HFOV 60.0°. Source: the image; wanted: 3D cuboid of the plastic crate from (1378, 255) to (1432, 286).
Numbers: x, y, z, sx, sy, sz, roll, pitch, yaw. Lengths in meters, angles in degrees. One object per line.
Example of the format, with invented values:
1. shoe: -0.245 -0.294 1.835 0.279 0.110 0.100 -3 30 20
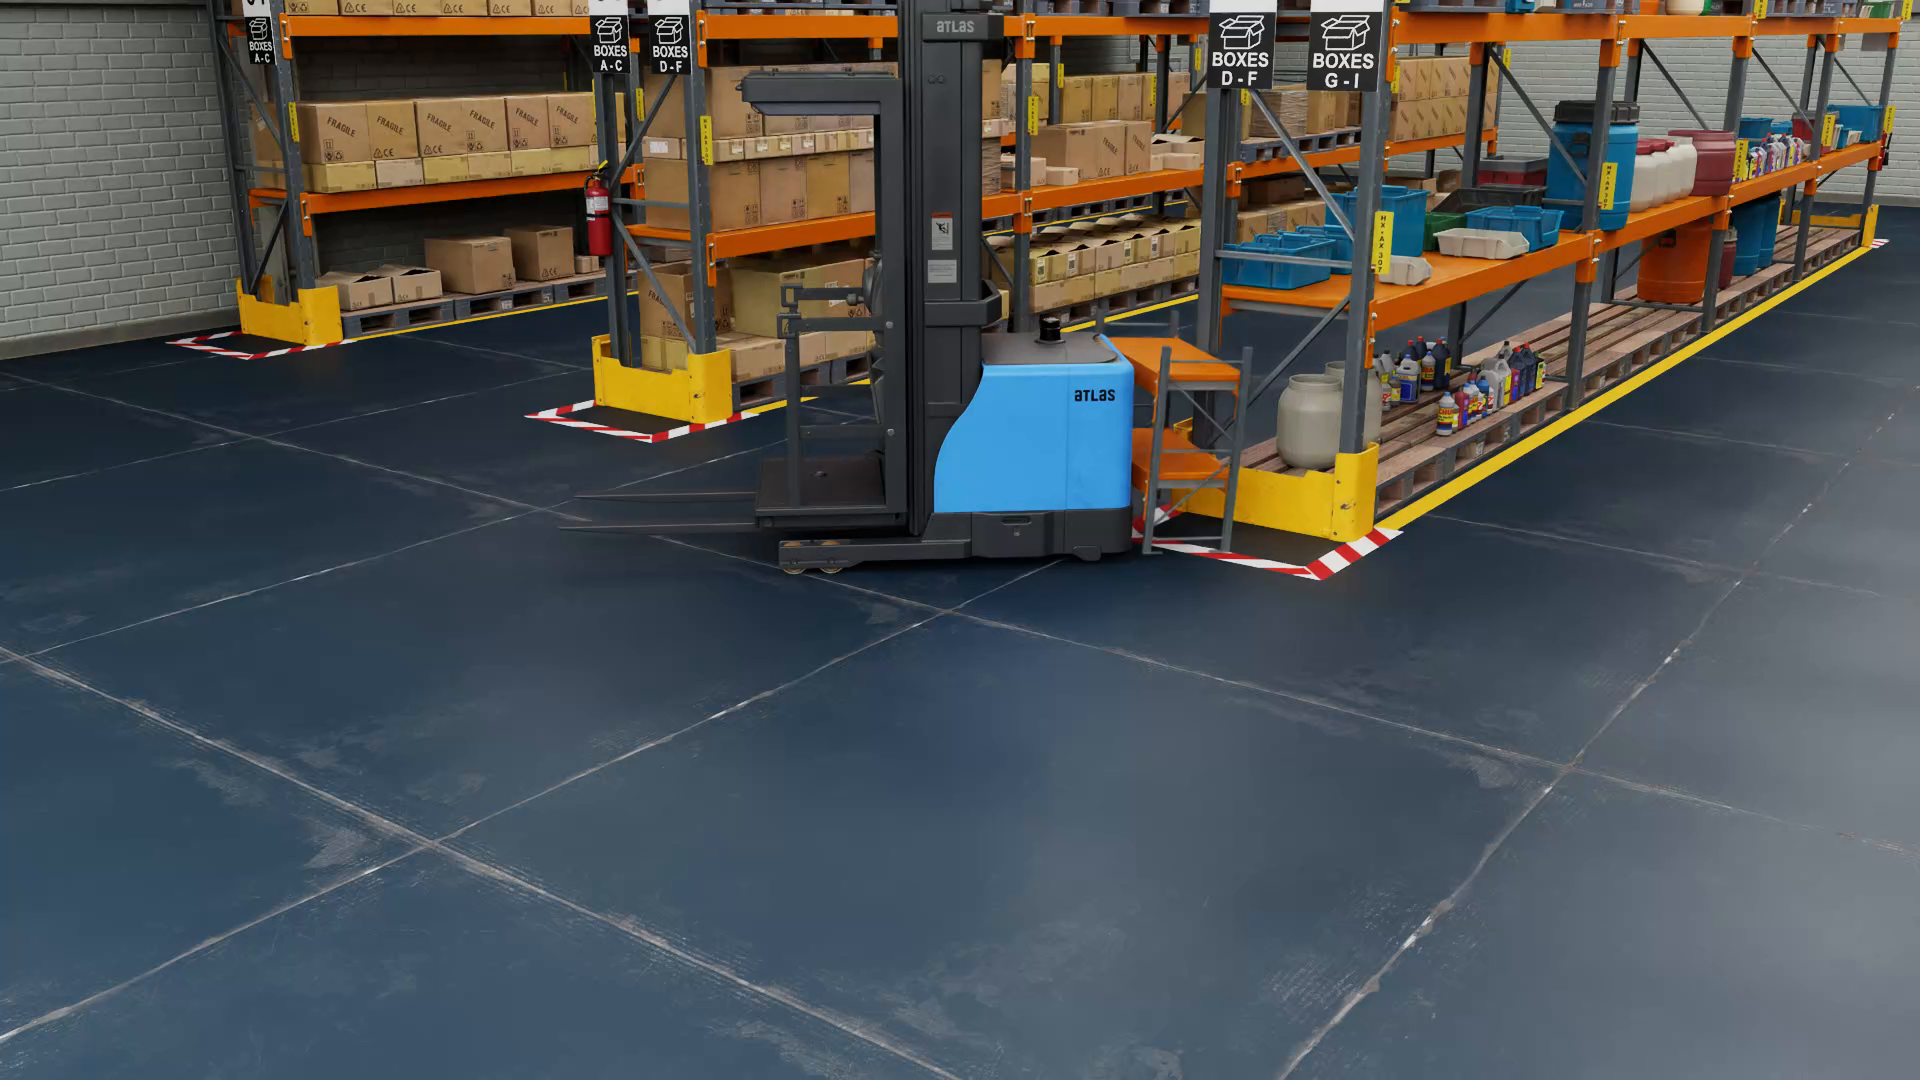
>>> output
1. plastic crate: 2.576 -1.560 9.656 0.298 0.136 0.250 12 21 35

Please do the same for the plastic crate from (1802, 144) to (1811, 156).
1. plastic crate: 9.326 -4.377 18.623 0.396 0.136 0.243 12 21 35

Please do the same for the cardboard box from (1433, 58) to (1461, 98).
1. cardboard box: 6.386 -6.221 22.363 0.500 0.500 0.500 13 22 36

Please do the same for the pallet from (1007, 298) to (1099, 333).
1. pallet: 0.599 -2.210 16.003 1.003 0.211 1.213 12 21 35

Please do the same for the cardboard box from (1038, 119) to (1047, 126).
1. cardboard box: 1.004 -5.898 23.568 0.380 0.149 0.250 13 21 35

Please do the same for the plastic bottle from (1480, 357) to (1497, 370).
1. plastic bottle: 3.767 -1.162 11.780 0.152 0.276 0.135 12 21 35

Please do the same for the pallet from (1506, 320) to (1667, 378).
1. pallet: 5.331 -1.637 14.159 1.003 0.211 1.213 12 21 35

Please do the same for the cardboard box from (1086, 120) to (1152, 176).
1. cardboard box: 1.588 -3.957 16.759 0.500 0.500 0.500 11 20 32

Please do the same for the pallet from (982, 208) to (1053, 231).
1. pallet: 0.579 -4.610 23.733 1.003 0.211 1.213 12 21 35

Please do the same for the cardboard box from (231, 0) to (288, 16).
1. cardboard box: -6.127 -4.915 14.752 0.500 0.500 0.500 14 22 39

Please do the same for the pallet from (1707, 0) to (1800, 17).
1. pallet: 7.085 -4.943 15.363 1.003 0.211 1.213 12 21 35

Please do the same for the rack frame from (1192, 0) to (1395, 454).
1. rack frame: 1.784 -1.530 9.113 1.000 3.000 0.127 12 21 35

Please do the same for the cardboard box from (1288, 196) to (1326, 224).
1. cardboard box: 4.294 -3.877 20.144 0.500 0.500 0.500 13 21 35

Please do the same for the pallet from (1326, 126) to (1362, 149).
1. pallet: 4.395 -5.002 20.616 1.003 0.211 1.213 12 21 35

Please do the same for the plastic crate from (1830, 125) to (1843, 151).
1. plastic crate: 9.992 -4.691 19.392 0.437 0.282 0.530 12 21 35

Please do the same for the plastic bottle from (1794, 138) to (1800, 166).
1. plastic bottle: 8.858 -4.118 17.645 0.061 0.283 0.133 12 21 35

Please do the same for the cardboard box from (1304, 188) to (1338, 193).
1. cardboard box: 4.474 -4.209 21.212 0.500 0.500 0.500 11 21 32

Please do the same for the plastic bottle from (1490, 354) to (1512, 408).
1. plastic bottle: 3.708 -1.101 11.456 0.144 0.351 0.185 12 21 34

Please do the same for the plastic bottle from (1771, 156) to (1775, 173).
1. plastic bottle: 8.175 -3.816 16.808 0.097 0.201 0.097 0 17 0

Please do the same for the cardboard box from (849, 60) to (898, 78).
1. cardboard box: -0.667 -3.680 13.679 0.700 0.500 0.500 12 21 35

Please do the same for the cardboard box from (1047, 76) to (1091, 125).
1. cardboard box: 1.314 -6.408 24.317 0.980 0.700 0.700 13 21 36

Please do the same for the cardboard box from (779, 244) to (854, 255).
1. cardboard box: -1.228 -2.192 13.908 0.500 0.500 0.500 12 21 35

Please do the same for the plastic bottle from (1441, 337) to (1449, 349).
1. plastic bottle: 3.626 -1.392 12.526 0.097 0.271 0.097 0 17 0

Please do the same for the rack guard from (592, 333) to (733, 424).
1. rack guard: -2.206 -1.207 12.287 1.175 0.500 0.348 12 21 35

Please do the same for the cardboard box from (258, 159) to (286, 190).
1. cardboard box: -6.049 -3.364 15.239 0.500 0.250 0.500 13 21 35

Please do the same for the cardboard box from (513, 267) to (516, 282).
1. cardboard box: -4.758 -2.705 16.961 0.380 0.149 0.250 10 20 30

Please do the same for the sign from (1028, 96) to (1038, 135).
1. sign: 0.638 -3.713 14.548 0.100 0.325 0.005 12 21 35

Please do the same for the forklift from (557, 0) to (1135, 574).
1. forklift: -0.628 -1.385 8.760 3.031 2.935 1.130 -1 17 -4

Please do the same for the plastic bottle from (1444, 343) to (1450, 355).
1. plastic bottle: 3.541 -1.297 12.200 0.061 0.283 0.133 12 21 35

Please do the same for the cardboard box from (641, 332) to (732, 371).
1. cardboard box: -2.109 -1.474 12.860 0.500 0.250 0.500 12 21 35

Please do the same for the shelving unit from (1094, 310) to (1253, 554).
1. shelving unit: 1.121 -0.626 9.266 0.538 1.125 1.048 -1 18 -15

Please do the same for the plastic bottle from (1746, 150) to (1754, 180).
1. plastic bottle: 7.598 -3.615 16.023 0.061 0.283 0.133 12 21 35

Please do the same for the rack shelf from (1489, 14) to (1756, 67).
1. rack shelf: 5.359 -4.048 13.377 1.077 0.370 4.000 12 21 35

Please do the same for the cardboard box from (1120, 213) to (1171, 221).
1. cardboard box: 2.027 -3.394 18.098 0.500 0.311 0.500 13 22 37

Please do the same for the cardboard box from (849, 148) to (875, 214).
1. cardboard box: -0.983 -2.932 13.460 0.700 0.500 0.500 13 22 36

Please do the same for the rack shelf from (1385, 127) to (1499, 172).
1. rack shelf: 6.150 -5.397 22.779 1.077 0.370 4.000 12 21 35

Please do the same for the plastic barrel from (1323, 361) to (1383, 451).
1. plastic barrel: 2.414 -0.832 10.353 0.421 0.512 0.421 0 17 0

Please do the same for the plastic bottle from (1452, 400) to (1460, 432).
1. plastic bottle: 3.176 -0.805 10.756 0.097 0.201 0.097 0 17 0

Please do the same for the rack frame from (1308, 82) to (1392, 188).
1. rack frame: 4.958 -5.264 21.138 1.000 3.000 0.127 12 21 35

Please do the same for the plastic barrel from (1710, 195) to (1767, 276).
1. plastic barrel: 8.174 -3.291 17.615 0.600 0.901 0.708 12 21 35

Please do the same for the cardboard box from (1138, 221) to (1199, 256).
1. cardboard box: 2.156 -3.174 17.389 0.500 0.311 0.500 12 21 34

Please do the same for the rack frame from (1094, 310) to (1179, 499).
1. rack frame: 0.990 -0.783 9.731 0.500 1.125 0.032 -1 18 -15

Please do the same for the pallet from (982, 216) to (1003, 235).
1. pallet: -0.148 -4.318 22.793 1.003 0.211 1.213 12 21 35

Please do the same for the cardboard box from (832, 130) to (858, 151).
1. cardboard box: -1.019 -3.126 12.991 0.380 0.149 0.250 12 21 34

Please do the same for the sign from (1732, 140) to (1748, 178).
1. sign: 6.997 -3.418 14.917 0.100 0.325 0.005 12 21 35

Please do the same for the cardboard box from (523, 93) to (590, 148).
1. cardboard box: -4.115 -4.242 16.802 0.500 0.500 0.500 12 21 34

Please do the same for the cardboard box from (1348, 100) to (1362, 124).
1. cardboard box: 5.050 -5.477 21.653 0.500 0.500 0.500 13 21 36

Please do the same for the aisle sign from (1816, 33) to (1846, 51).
1. aisle sign: 11.122 -6.652 21.223 0.394 0.787 0.004 12 21 35

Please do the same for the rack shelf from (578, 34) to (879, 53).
1. rack shelf: -2.597 -5.799 19.014 1.077 0.370 4.000 12 21 35

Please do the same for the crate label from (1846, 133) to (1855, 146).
1. crate label: 10.646 -4.880 20.245 0.396 0.136 0.243 12 21 35

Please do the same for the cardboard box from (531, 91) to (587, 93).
1. cardboard box: -4.237 -4.454 17.485 0.500 0.500 0.500 12 21 33

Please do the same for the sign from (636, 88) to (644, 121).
1. sign: -3.349 -4.553 17.387 0.100 0.325 0.005 12 21 35
